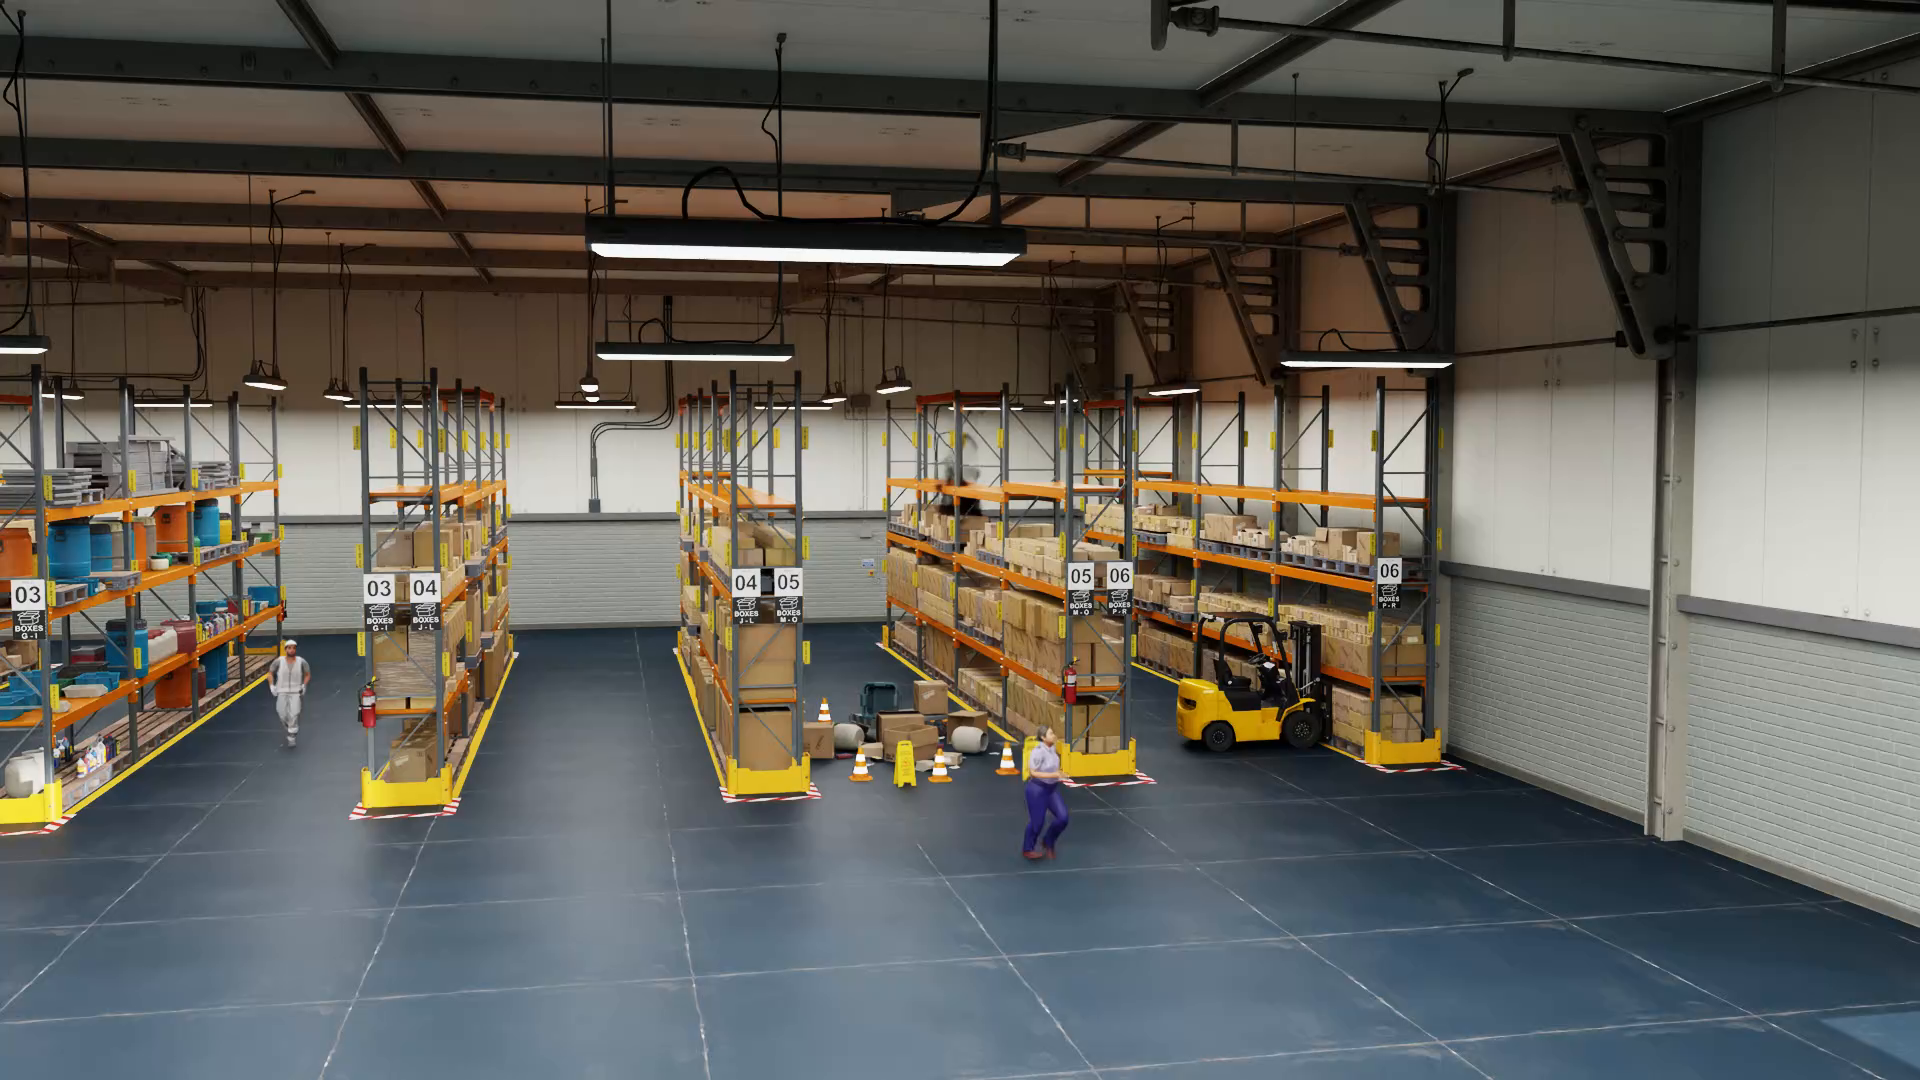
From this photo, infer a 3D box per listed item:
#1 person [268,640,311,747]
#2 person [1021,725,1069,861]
[{"bbox_3d":[-10.987,2.511,27.269,0.658,1.747,0.549,-1,4,-23],"label":"person"},{"bbox_3d":[1.011,3.024,19.735,0.668,1.661,0.575,2,4,35],"label":"person"}]
